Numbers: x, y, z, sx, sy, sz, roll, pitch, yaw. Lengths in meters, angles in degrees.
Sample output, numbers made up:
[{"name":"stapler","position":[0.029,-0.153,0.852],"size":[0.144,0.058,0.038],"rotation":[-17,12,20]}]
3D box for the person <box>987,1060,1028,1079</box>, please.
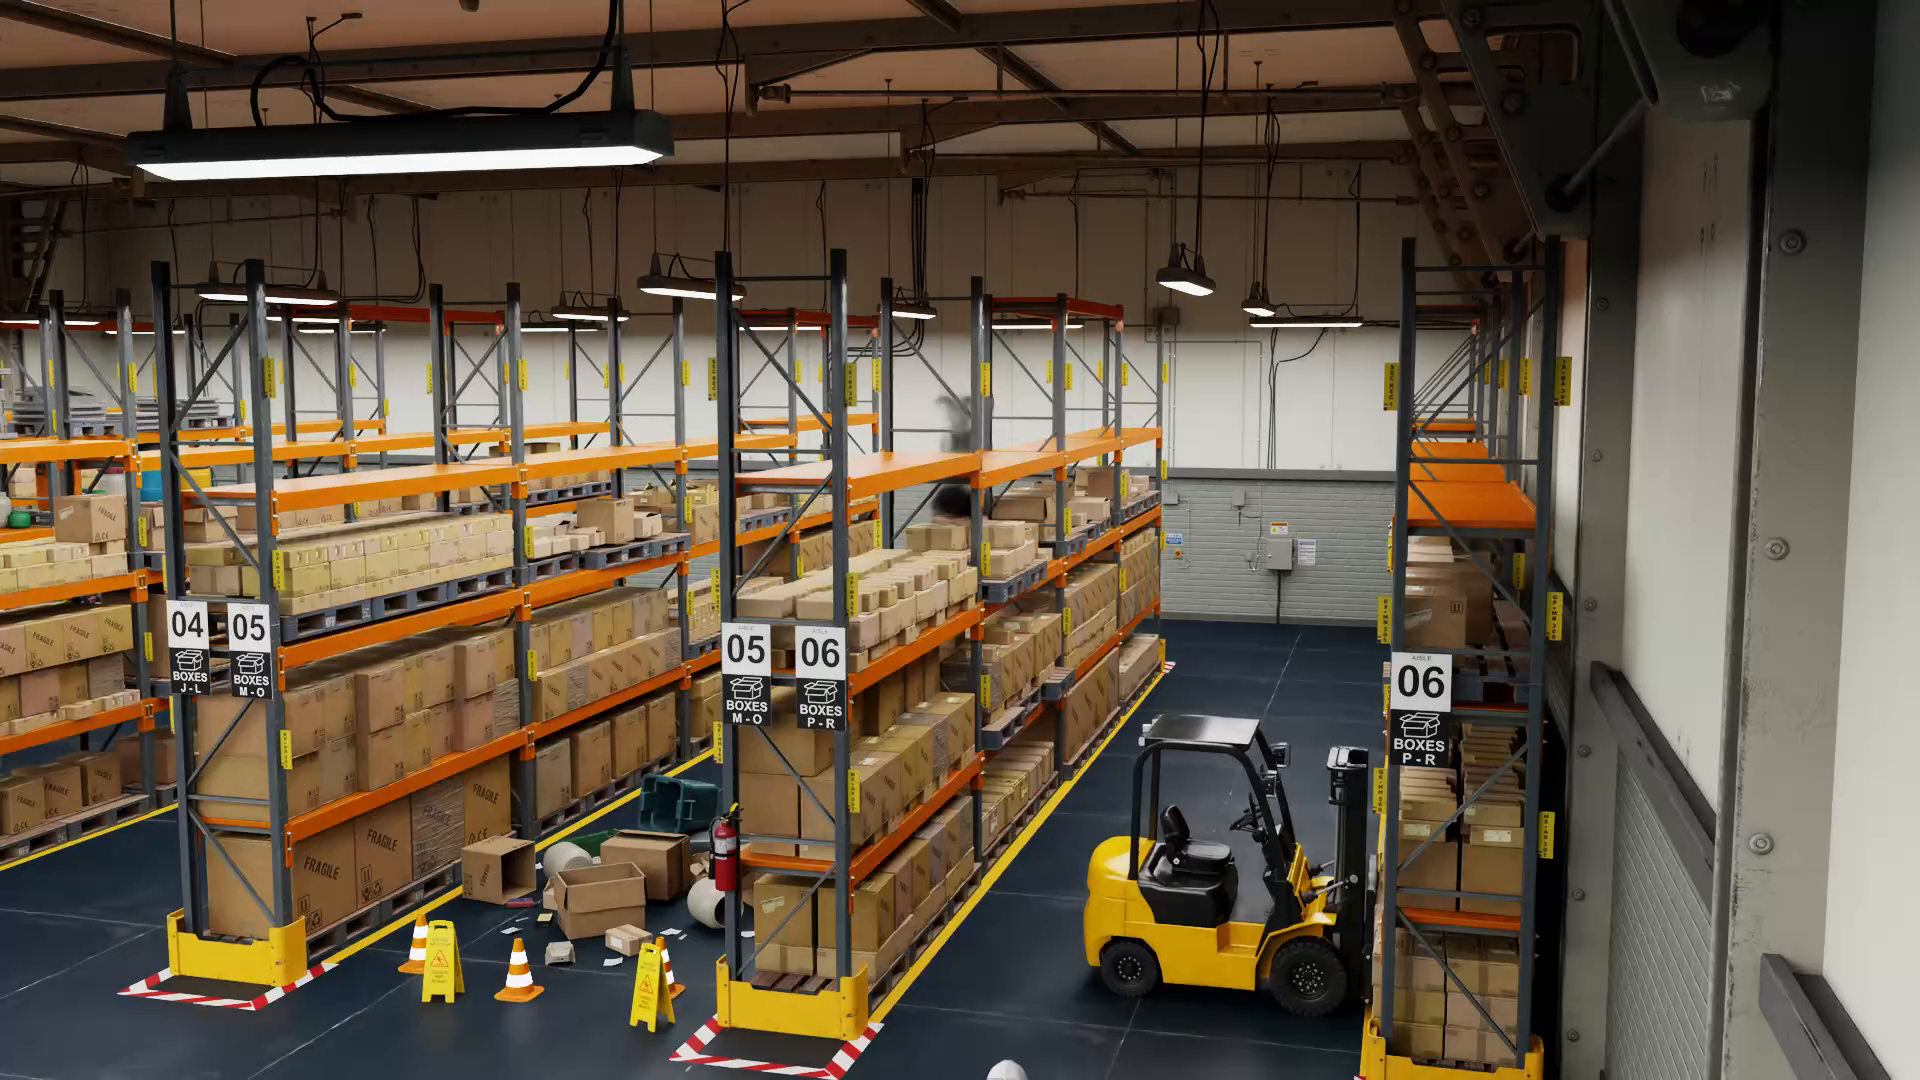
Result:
[{"name":"person","position":[0.289,3.409,8.215],"size":[0.705,1.730,0.840],"rotation":[1,6,13]}]
